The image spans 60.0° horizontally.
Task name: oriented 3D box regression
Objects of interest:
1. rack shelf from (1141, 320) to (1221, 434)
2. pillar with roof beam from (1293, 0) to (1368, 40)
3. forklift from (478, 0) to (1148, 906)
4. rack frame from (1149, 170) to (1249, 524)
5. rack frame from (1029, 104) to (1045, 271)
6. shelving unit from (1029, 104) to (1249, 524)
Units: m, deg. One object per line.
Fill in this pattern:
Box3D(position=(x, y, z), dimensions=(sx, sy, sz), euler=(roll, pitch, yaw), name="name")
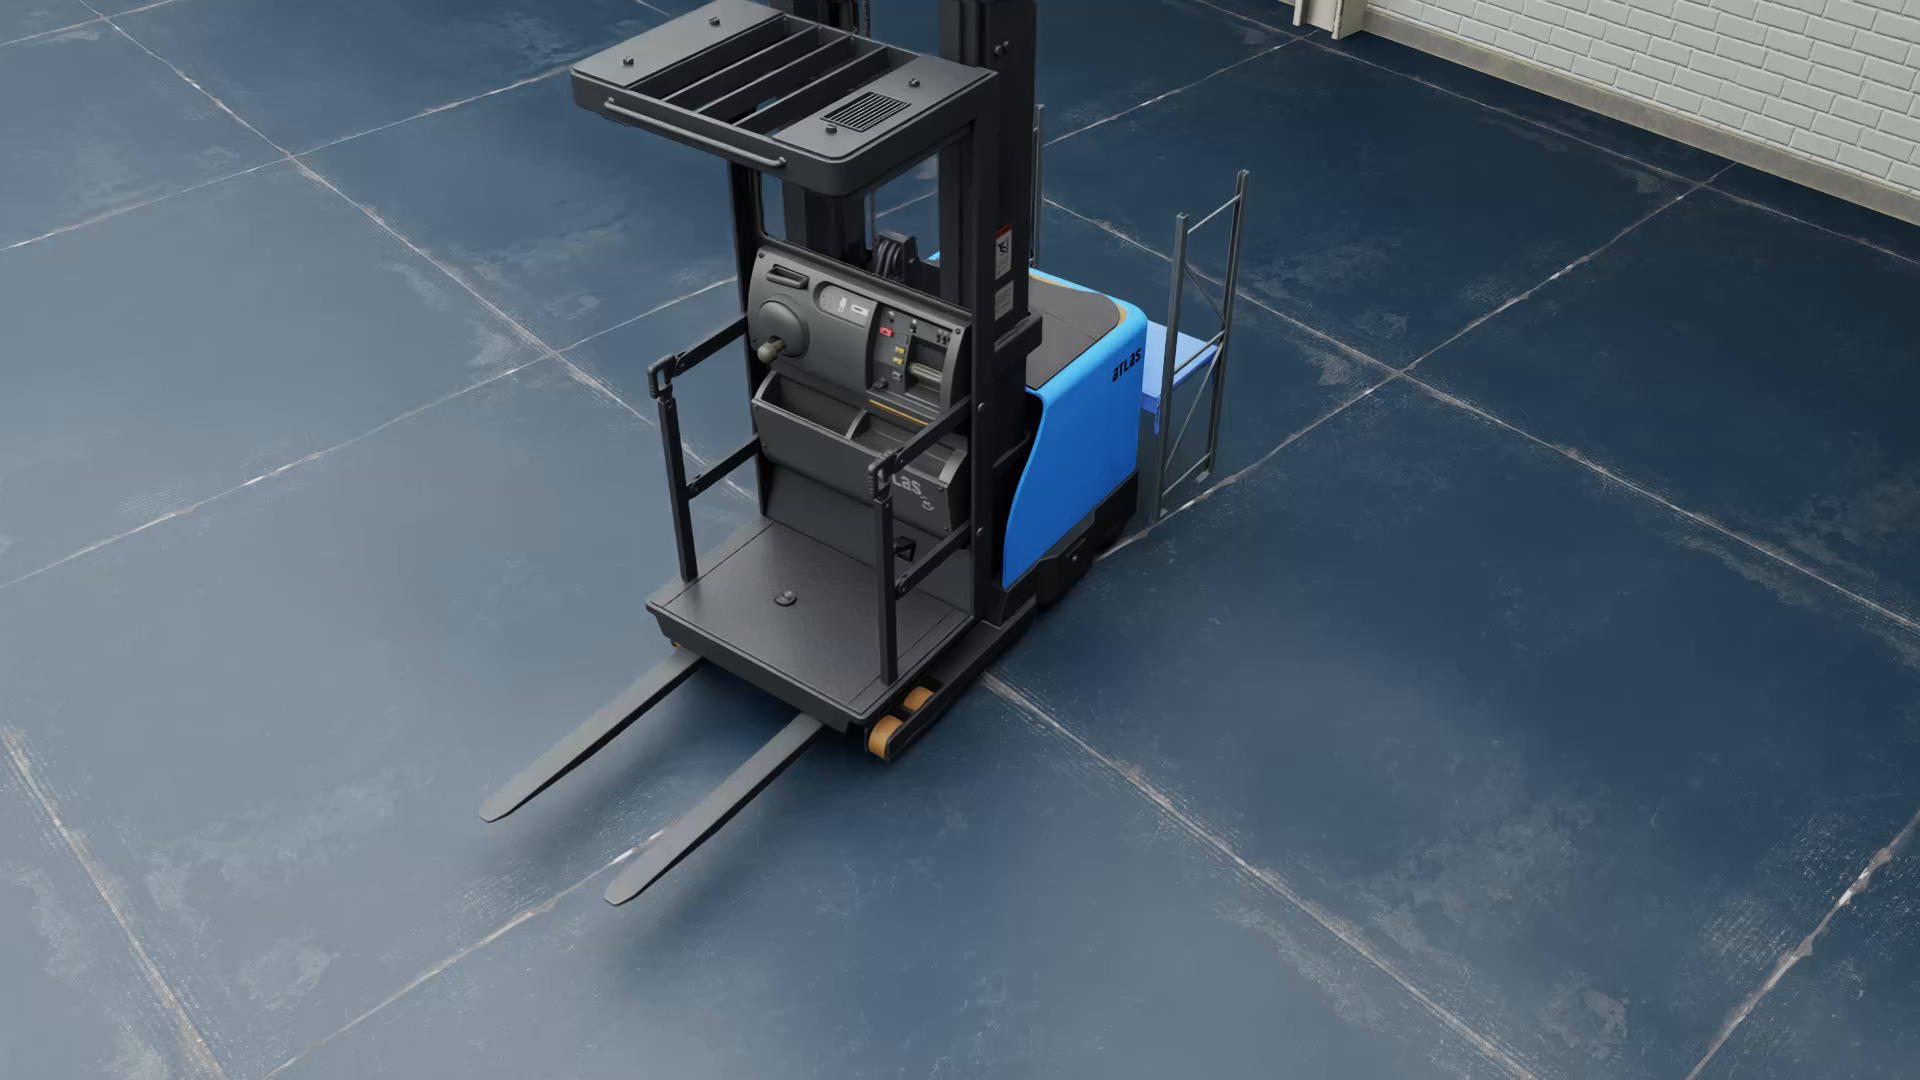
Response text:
Box3D(position=(0.601, -0.839, 7.382), dimensions=(1.000, 0.185, 0.538), euler=(26, 46, 29), name="rack shelf")
Box3D(position=(-0.570, -5.303, 6.654), dimensions=(9.100, 9.000, 0.400), euler=(-30, 48, -32), name="pillar with roof beam")
Box3D(position=(-0.501, -0.666, 5.741), dimensions=(1.130, 2.935, 3.031), euler=(25, 45, 27), name="forklift")
Box3D(position=(1.001, -0.782, 7.025), dimensions=(0.032, 1.500, 0.500), euler=(26, 46, 29), name="rack frame")
Box3D(position=(0.201, -1.176, 7.513), dimensions=(0.032, 1.500, 0.500), euler=(26, 46, 29), name="rack frame")
Box3D(position=(0.601, -0.979, 7.269), dimensions=(1.048, 1.500, 0.538), euler=(26, 46, 29), name="shelving unit")
